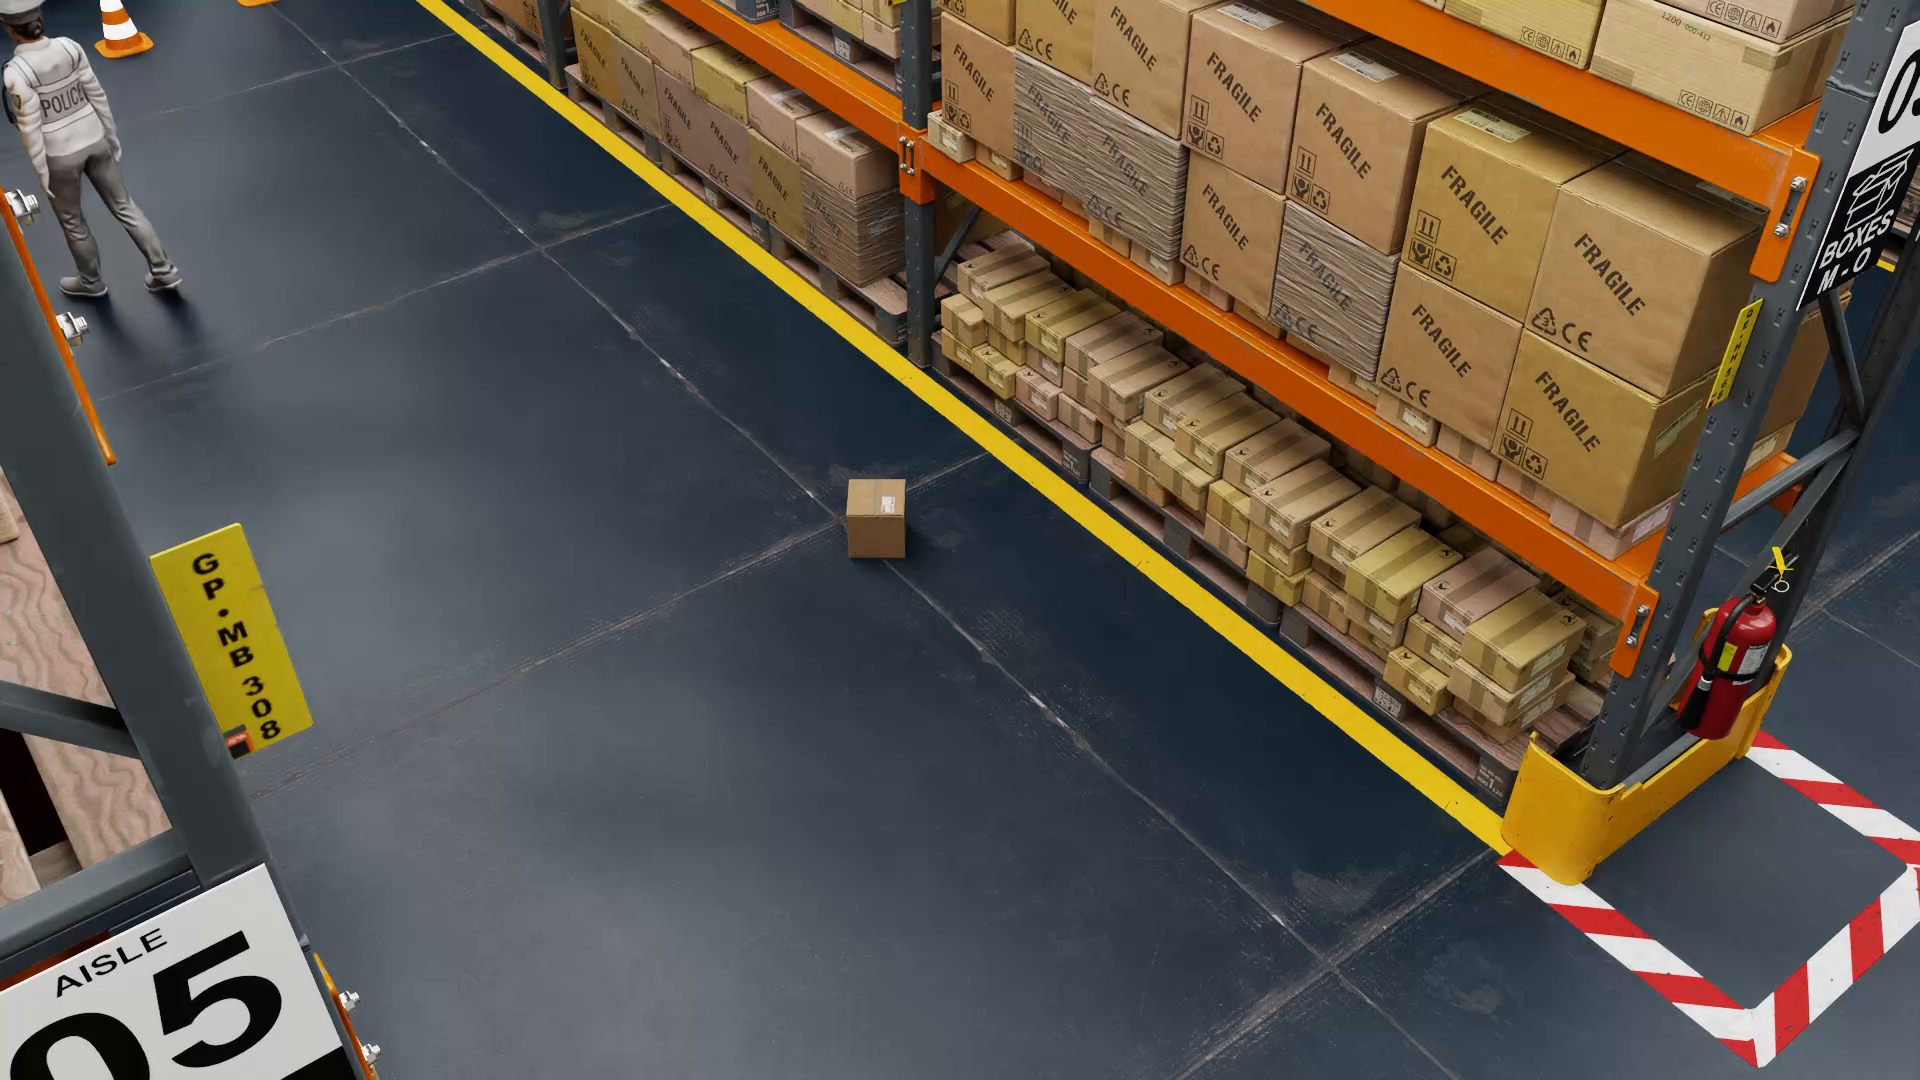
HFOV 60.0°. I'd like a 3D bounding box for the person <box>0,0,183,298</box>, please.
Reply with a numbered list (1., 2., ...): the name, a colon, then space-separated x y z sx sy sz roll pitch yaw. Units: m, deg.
1. person: -4.509 -1.980 8.454 0.664 1.662 0.512 21 45 22
